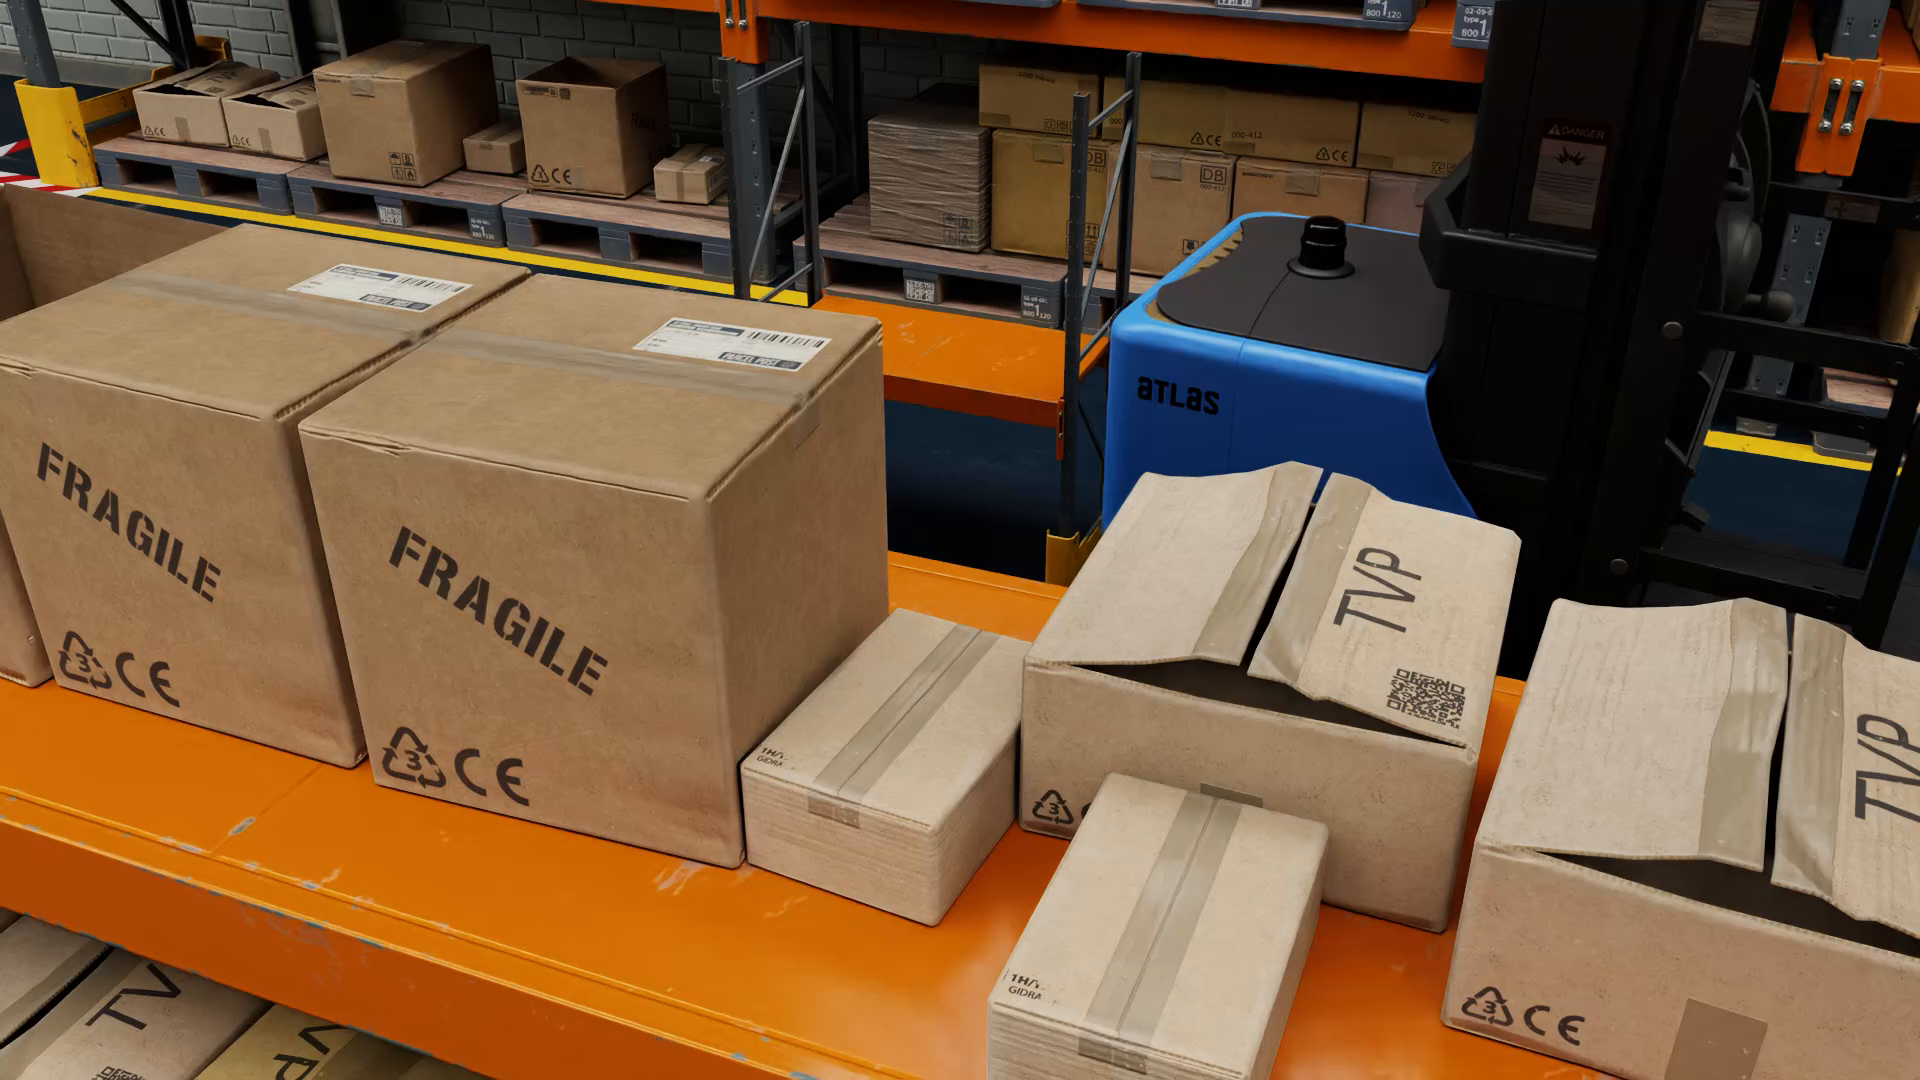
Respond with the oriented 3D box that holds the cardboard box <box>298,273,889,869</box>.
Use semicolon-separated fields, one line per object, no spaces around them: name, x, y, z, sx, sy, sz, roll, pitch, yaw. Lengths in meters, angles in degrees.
cardboard box;-0.413;0.013;2.077;0.500;0.500;0.500;10;31;16

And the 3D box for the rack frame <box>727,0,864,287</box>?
rack frame;-0.700;-2.640;6.873;0.127;3.000;1.000;11;31;19

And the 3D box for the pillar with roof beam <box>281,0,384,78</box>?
pillar with roof beam;-5.051;-4.294;3.702;0.400;9.000;9.100;11;31;19

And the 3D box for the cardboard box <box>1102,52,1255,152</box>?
cardboard box;0.881;-1.767;6.659;0.500;0.250;0.500;10;31;18

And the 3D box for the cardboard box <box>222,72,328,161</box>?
cardboard box;-3.271;-2.127;8.250;0.500;0.311;0.500;14;32;23

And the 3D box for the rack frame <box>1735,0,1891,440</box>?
rack frame;3.007;-1.900;5.563;0.127;3.000;1.000;11;31;19

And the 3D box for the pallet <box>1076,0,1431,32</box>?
pallet;1.157;-2.164;6.225;1.213;0.211;1.003;11;31;19

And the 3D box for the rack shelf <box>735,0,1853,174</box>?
rack shelf;1.154;-1.957;6.395;4.000;0.370;1.077;11;31;19

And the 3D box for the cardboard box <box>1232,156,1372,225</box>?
cardboard box;1.415;-1.340;6.666;0.500;0.500;0.700;11;31;19

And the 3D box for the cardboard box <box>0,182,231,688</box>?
cardboard box;-1.365;-0.177;2.414;0.500;0.500;0.500;14;32;23

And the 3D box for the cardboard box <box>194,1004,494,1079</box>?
cardboard box;-0.844;0.863;2.472;0.500;0.311;0.500;12;32;20

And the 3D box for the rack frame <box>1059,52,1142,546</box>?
rack frame;0.392;-0.575;4.742;0.032;1.500;0.500;11;31;19

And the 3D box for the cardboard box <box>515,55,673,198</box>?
cardboard box;-1.676;-1.917;7.687;0.500;0.500;0.500;9;31;15

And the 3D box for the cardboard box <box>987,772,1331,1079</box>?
cardboard box;0.211;0.428;1.699;0.250;0.149;0.380;11;31;19

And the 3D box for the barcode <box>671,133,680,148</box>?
barcode;-1.375;-1.916;7.969;0.075;0.075;0.001;11;31;19

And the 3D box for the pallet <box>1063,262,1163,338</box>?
pallet;1.157;-1.058;6.907;1.213;0.211;1.003;11;31;19

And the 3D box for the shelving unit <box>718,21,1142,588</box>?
shelving unit;-0.071;-0.667;4.906;1.083;1.500;0.587;11;31;19

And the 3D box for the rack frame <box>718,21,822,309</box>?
rack frame;-0.550;-0.763;5.075;0.032;1.500;0.500;11;31;19

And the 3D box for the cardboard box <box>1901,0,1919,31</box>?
cardboard box;3.405;-1.856;5.720;0.250;0.149;0.380;12;32;20

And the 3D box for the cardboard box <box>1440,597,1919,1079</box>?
cardboard box;0.827;0.311;1.742;0.500;0.311;0.500;13;32;22

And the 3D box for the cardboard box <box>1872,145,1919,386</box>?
cardboard box;3.639;-0.951;5.642;0.750;0.750;0.750;11;31;18

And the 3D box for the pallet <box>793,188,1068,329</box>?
pallet;0.022;-1.283;7.305;1.213;0.211;1.003;11;31;19

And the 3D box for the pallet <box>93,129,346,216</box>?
pallet;-3.596;-1.986;8.549;1.213;0.211;1.003;11;31;19

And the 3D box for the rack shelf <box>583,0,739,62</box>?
rack shelf;-2.553;-2.697;7.704;4.000;0.370;1.077;11;31;19

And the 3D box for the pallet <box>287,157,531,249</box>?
pallet;-2.470;-1.759;8.148;1.213;0.211;1.003;11;31;19

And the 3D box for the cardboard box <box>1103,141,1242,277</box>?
cardboard box;0.944;-1.429;6.824;0.500;0.500;0.700;12;32;20

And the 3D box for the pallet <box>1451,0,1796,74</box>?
pallet;2.306;-1.900;5.758;1.003;0.211;1.213;11;31;19

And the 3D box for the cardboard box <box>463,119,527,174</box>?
cardboard box;-2.174;-1.896;8.005;0.250;0.149;0.380;9;31;15

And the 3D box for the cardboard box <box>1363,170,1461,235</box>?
cardboard box;1.886;-1.261;6.526;0.500;0.500;0.700;11;31;19

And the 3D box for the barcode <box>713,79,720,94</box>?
barcode;-1.110;-2.092;7.671;0.075;0.075;0.001;11;31;19

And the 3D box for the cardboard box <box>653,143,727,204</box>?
cardboard box;-1.207;-1.684;7.612;0.250;0.166;0.380;7;30;13

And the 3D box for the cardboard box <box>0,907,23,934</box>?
cardboard box;-1.808;0.674;2.806;0.500;0.311;0.500;11;31;19

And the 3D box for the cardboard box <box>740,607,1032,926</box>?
cardboard box;-0.055;0.258;2.000;0.250;0.149;0.380;14;32;23

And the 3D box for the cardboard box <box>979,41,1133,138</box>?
cardboard box;0.398;-1.861;6.826;0.500;0.250;0.500;11;31;18

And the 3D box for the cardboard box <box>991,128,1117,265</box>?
cardboard box;0.486;-1.542;7.023;0.500;0.500;0.700;11;31;18

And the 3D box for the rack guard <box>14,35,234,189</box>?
rack guard;-4.336;-2.278;8.772;0.348;0.500;1.175;11;31;19

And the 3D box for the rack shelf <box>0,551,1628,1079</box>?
rack shelf;-0.705;0.240;2.362;3.687;0.071;0.831;11;31;19

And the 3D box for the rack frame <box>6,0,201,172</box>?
rack frame;-4.406;-3.380;8.182;0.127;3.000;1.000;11;31;19

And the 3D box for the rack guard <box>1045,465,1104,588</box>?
rack guard;0.391;-0.031;5.050;0.087;0.250;0.587;11;31;19

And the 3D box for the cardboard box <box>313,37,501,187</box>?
cardboard box;-2.610;-2.050;7.923;0.500;0.500;0.700;9;31;16

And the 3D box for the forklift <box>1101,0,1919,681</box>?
forklift;1.897;-0.742;3.584;3.031;2.935;1.130;15;33;25

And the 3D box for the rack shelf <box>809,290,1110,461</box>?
rack shelf;-0.079;-0.512;4.997;1.000;0.185;0.538;11;31;19

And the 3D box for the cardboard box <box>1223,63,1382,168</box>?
cardboard box;1.337;-1.666;6.481;0.500;0.250;0.500;11;31;19

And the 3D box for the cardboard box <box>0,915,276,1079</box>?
cardboard box;-1.327;0.770;2.638;0.500;0.311;0.500;10;31;17

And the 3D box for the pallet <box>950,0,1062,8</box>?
pallet;-0.046;-2.349;6.552;1.213;0.211;1.003;11;31;19

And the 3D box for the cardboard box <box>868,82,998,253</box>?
cardboard box;-0.011;-1.615;7.152;0.500;0.500;0.700;12;32;21

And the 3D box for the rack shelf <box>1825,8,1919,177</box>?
rack shelf;4.860;-1.217;5.086;4.000;0.370;1.077;11;31;19

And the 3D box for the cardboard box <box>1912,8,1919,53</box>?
cardboard box;3.225;-1.633;5.326;0.250;0.149;0.380;11;31;18

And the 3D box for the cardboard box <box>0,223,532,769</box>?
cardboard box;-0.901;-0.085;2.250;0.500;0.500;0.500;11;31;19

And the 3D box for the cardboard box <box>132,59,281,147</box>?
cardboard box;-3.799;-2.232;8.436;0.500;0.311;0.500;8;30;13

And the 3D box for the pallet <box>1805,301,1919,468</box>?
pallet;3.709;-0.506;5.931;1.213;0.211;1.003;11;31;19

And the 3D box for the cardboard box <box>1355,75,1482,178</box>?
cardboard box;1.815;-1.573;6.316;0.500;0.250;0.500;12;32;20

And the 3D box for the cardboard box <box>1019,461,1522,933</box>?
cardboard box;0.392;0.144;2.037;0.500;0.311;0.500;11;31;19

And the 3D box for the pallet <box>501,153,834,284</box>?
pallet;-1.335;-1.534;7.750;1.213;0.211;1.003;11;31;19
